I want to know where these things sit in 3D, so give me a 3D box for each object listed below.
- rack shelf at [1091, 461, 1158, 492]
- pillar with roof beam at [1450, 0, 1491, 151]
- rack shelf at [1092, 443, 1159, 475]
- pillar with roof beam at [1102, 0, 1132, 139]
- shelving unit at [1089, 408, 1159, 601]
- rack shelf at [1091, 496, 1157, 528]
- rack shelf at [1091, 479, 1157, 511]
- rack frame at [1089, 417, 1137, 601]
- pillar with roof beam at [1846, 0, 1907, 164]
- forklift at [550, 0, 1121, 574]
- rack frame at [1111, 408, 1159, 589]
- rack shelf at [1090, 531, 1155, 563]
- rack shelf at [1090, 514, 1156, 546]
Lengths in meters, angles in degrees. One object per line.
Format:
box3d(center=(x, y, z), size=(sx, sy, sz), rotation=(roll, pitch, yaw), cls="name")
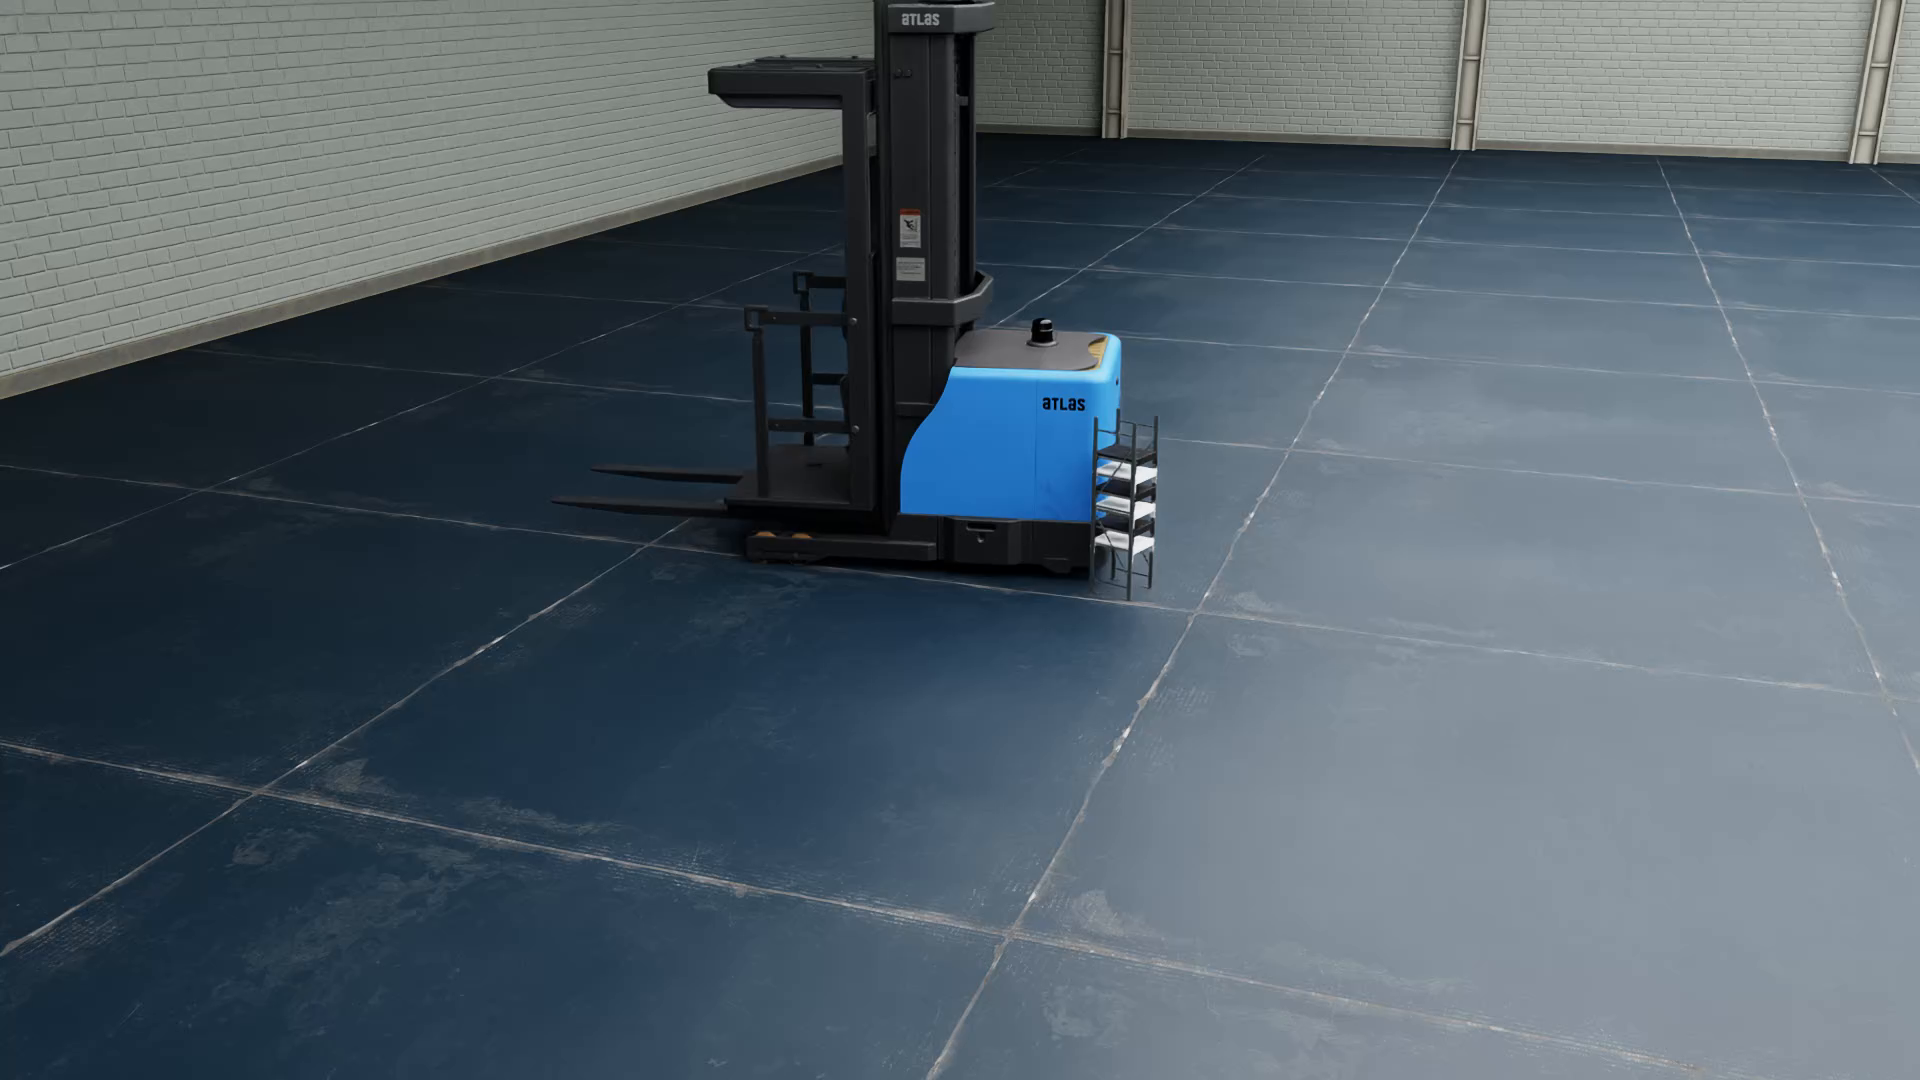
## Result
box3d(center=(0.808, -0.314, 8.163), size=(0.258, 0.077, 0.200), rotation=(14, 24, 35), cls="rack shelf")
box3d(center=(7.015, -9.457, 22.536), size=(0.400, 9.000, 9.100), rotation=(7, 20, 18), cls="pillar with roof beam")
box3d(center=(0.808, -0.399, 8.134), size=(0.258, 0.077, 0.200), rotation=(14, 24, 35), cls="rack shelf")
box3d(center=(1.347, -10.105, 24.395), size=(0.400, 9.000, 9.100), rotation=(7, 20, 18), cls="pillar with roof beam")
box3d(center=(0.808, -0.175, 8.211), size=(0.258, 0.900, 0.210), rotation=(14, 24, 35), cls="shelving unit")
box3d(center=(0.808, -0.144, 8.222), size=(0.258, 0.077, 0.200), rotation=(14, 24, 35), cls="rack shelf")
box3d(center=(0.808, -0.229, 8.193), size=(0.258, 0.077, 0.200), rotation=(14, 24, 35), cls="rack shelf")
box3d(center=(0.747, -0.149, 8.135), size=(0.240, 0.900, 0.006), rotation=(14, 24, 35), cls="rack frame")
box3d(center=(12.683, -8.809, 20.676), size=(0.400, 9.000, 9.100), rotation=(7, 20, 18), cls="pillar with roof beam")
box3d(center=(-0.677, -1.417, 8.690), size=(3.031, 2.935, 1.130), rotation=(3, 19, 8), cls="forklift")
box3d(center=(0.870, -0.202, 8.288), size=(0.240, 0.900, 0.006), rotation=(14, 24, 35), cls="rack frame")
box3d(center=(0.808, 0.026, 8.282), size=(0.258, 0.077, 0.200), rotation=(14, 24, 35), cls="rack shelf")
box3d(center=(0.808, -0.059, 8.252), size=(0.258, 0.077, 0.200), rotation=(14, 24, 35), cls="rack shelf")
